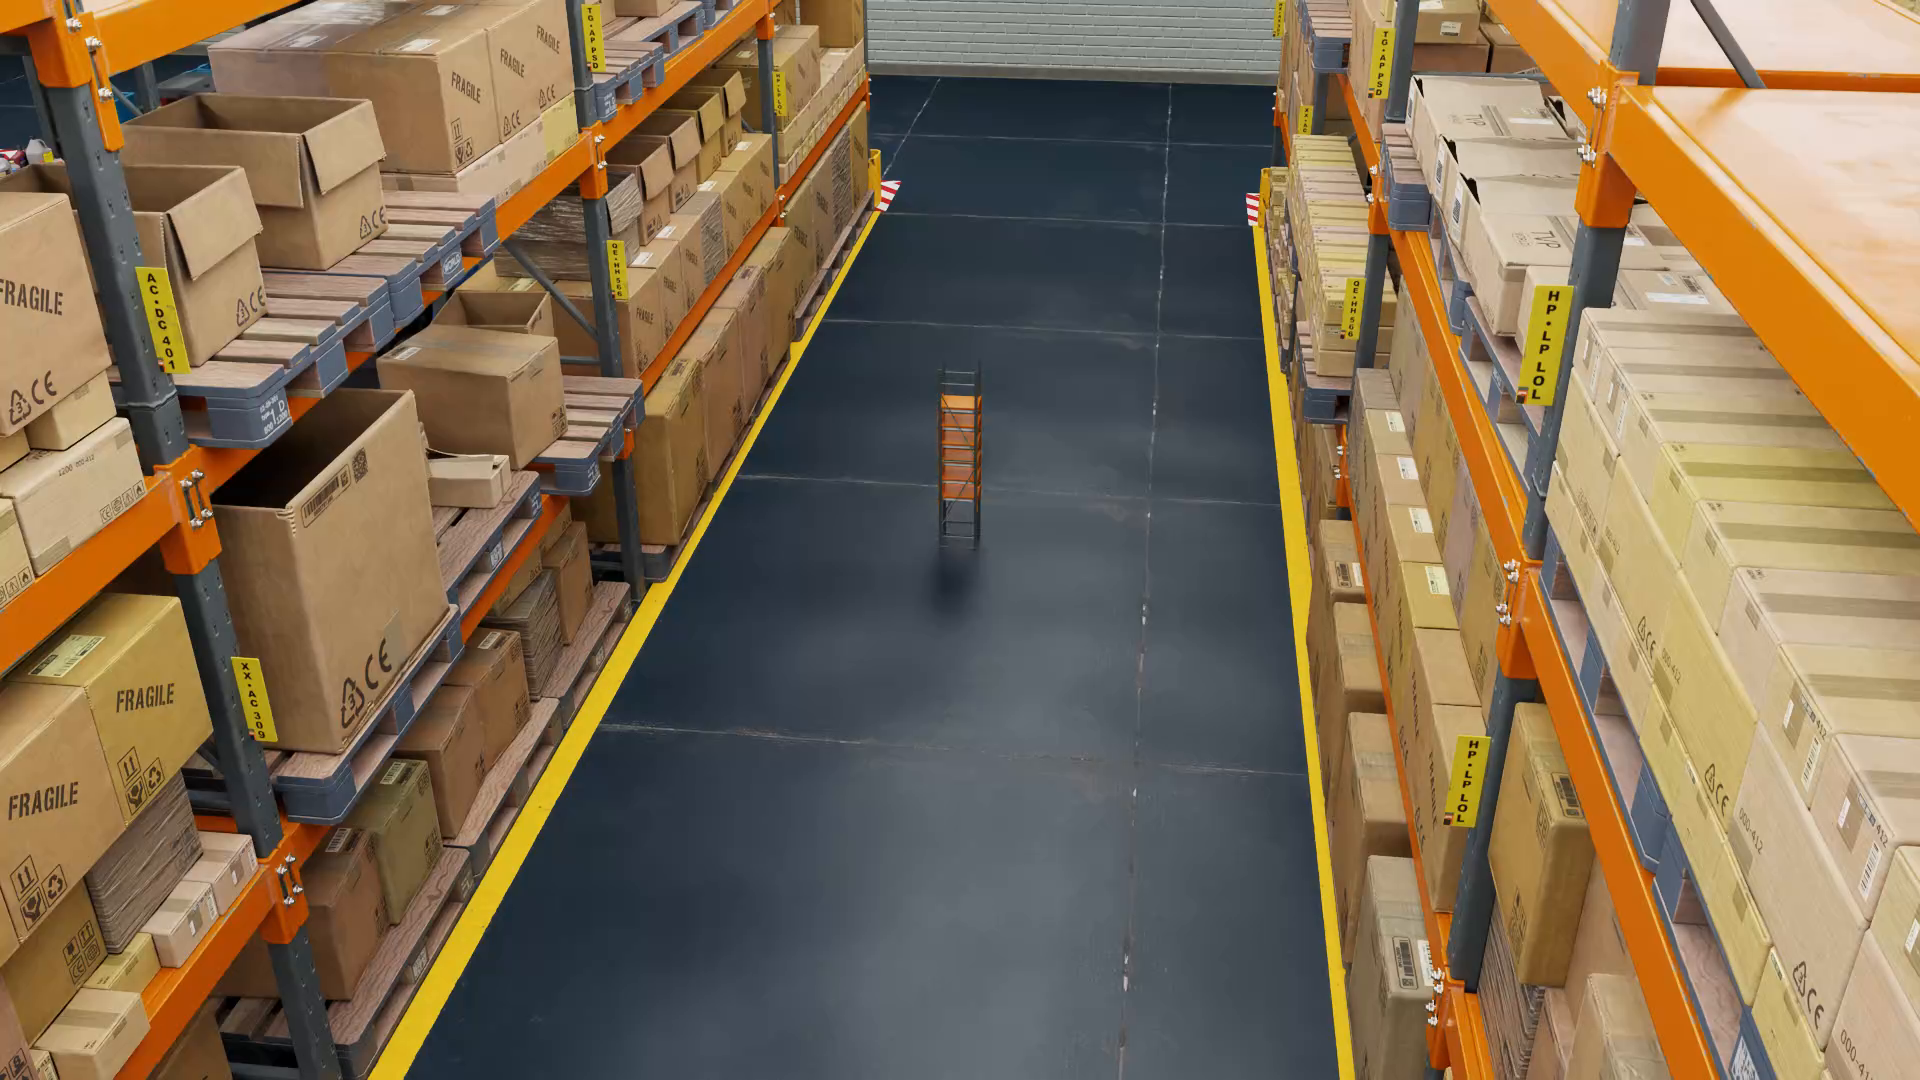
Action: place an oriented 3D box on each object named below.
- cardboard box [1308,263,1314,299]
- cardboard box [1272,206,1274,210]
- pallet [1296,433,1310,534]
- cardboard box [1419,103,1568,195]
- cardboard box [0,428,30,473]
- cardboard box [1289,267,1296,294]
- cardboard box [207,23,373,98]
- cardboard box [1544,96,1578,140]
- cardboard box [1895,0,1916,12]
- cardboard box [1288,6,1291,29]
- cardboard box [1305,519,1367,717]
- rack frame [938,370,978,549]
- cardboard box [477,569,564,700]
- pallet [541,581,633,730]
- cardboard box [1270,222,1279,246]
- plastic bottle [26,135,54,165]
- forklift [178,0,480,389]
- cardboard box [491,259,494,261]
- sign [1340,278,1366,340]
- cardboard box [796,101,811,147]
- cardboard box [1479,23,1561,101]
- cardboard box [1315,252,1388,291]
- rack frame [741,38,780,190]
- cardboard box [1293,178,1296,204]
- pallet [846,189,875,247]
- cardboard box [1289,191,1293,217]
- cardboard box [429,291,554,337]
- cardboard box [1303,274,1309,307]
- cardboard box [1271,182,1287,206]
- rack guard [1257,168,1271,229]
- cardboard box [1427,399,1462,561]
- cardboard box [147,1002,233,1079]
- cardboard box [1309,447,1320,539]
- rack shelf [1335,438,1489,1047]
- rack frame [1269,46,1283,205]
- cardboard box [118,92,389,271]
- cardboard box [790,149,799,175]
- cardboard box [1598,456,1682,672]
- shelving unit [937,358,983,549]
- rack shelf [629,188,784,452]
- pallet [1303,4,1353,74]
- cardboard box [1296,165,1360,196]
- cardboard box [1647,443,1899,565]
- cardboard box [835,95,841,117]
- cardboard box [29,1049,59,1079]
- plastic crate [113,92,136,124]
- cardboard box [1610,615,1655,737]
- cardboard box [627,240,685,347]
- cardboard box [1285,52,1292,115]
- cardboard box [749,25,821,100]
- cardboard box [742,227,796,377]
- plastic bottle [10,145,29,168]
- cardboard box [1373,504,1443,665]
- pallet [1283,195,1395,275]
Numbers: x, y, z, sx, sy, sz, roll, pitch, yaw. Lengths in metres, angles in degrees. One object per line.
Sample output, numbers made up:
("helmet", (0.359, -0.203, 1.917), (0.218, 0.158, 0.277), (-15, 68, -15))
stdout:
("cardboard box", (2.231, -1.498, 9.668), (0.380, 0.149, 0.250), (3, 29, 6))
("cardboard box", (3.102, -3.135, 15.448), (0.380, 0.149, 0.250), (3, 28, 6))
("pallet", (2.779, -0.379, 11.023), (1.003, 0.211, 1.213), (3, 28, 6))
("cardboard box", (2.162, -1.586, 6.770), (0.500, 0.250, 0.500), (4, 29, 8))
("cardboard box", (-2.746, -0.259, 4.435), (0.380, 0.149, 0.250), (4, 29, 7))
("cardboard box", (2.798, -2.046, 13.113), (0.380, 0.149, 0.250), (4, 29, 7))
("cardboard box", (-2.813, -1.905, 7.120), (0.500, 0.500, 0.500), (3, 28, 5))
("cardboard box", (2.700, -1.667, 6.857), (0.500, 0.311, 0.500), (3, 28, 6))
("cardboard box", (7.996, -4.442, 13.782), (0.380, 0.149, 0.250), (2, 28, 5))
("cardboard box", (3.137, -4.613, 14.469), (0.500, 0.500, 0.500), (4, 29, 8))
("cardboard box", (2.366, 0.421, 8.527), (1.050, 0.750, 0.750), (3, 28, 6))
("rack frame", (-0.013, -0.478, 10.165), (0.240, 1.200, 0.006), (3, 28, 6))
("cardboard box", (-2.497, 0.483, 8.654), (0.700, 0.500, 0.500), (1, 28, 2))
("pallet", (-2.477, 0.594, 9.218), (1.003, 0.211, 1.213), (3, 28, 6))
("cardboard box", (3.014, -2.774, 15.092), (0.380, 0.149, 0.250), (4, 29, 7))
("plastic bottle", (-7.175, -2.985, 12.972), (0.144, 0.351, 0.185), (3, 28, 6))
("forklift", (-4.404, -2.133, 11.411), (1.130, 2.935, 3.031), (3, 28, 5))
("cardboard box", (-2.499, -1.527, 10.108), (0.500, 0.500, 0.500), (3, 28, 6))
("sign", (1.991, -1.168, 8.410), (0.100, 0.325, 0.005), (3, 28, 6))
("cardboard box", (-1.506, -3.389, 13.515), (0.500, 0.250, 0.500), (3, 28, 6))
("cardboard box", (2.864, -2.284, 8.351), (0.500, 0.500, 0.500), (3, 28, 6))
("cardboard box", (2.200, -1.501, 9.360), (0.380, 0.149, 0.250), (4, 29, 8))
("rack frame", (-1.890, -2.885, 12.734), (1.000, 3.000, 0.127), (3, 28, 6))
("cardboard box", (2.455, -2.352, 11.253), (0.380, 0.149, 0.250), (4, 29, 7))
("pallet", (-1.420, -3.159, 16.183), (1.003, 0.211, 1.213), (3, 28, 6))
("cardboard box", (2.487, -2.334, 11.533), (0.380, 0.149, 0.250), (4, 29, 7))
("cardboard box", (-2.406, -0.974, 8.640), (0.500, 0.500, 0.500), (0, 28, 0))
("cardboard box", (2.263, -1.481, 9.951), (0.380, 0.149, 0.250), (2, 28, 4))
("cardboard box", (3.037, -3.149, 15.160), (0.380, 0.149, 0.250), (3, 28, 6))
("rack guard", (3.501, -3.296, 16.132), (1.175, 0.500, 0.348), (3, 28, 6))
("cardboard box", (2.282, -0.219, 6.627), (0.700, 0.500, 0.500), (3, 28, 6))
("cardboard box", (-2.959, 1.983, 5.892), (0.500, 0.500, 0.500), (3, 28, 5))
("cardboard box", (2.419, -0.320, 10.165), (0.500, 0.500, 0.500), (4, 29, 8))
("rack shelf", (2.285, 0.592, 7.039), (1.077, 0.370, 4.000), (3, 28, 6))
("rack frame", (3.510, -4.432, 15.606), (1.000, 3.000, 0.127), (3, 28, 6))
("cardboard box", (-2.600, -1.329, 6.132), (0.797, 0.503, 0.637), (5, 29, 8))
("cardboard box", (-1.491, -3.018, 13.246), (0.380, 0.149, 0.250), (2, 28, 5))
("cardboard box", (1.642, 0.054, 3.413), (0.500, 0.250, 0.500), (3, 28, 6))
("shelving unit", (-0.002, -0.521, 10.245), (0.258, 1.200, 0.189), (3, 28, 6))
("rack shelf", (-2.135, -1.627, 11.157), (1.077, 0.370, 4.000), (3, 28, 6))
("pallet", (2.715, -3.014, 10.009), (1.213, 0.211, 1.003), (3, 28, 6))
("cardboard box", (2.421, -2.357, 10.949), (0.380, 0.149, 0.250), (3, 28, 6))
("cardboard box", (1.566, -0.063, 3.209), (0.380, 0.149, 0.250), (3, 28, 5))
("cardboard box", (-1.271, -3.867, 14.823), (0.380, 0.149, 0.250), (3, 29, 6))
("cardboard box", (-2.816, 1.575, 4.720), (0.380, 0.149, 0.250), (3, 28, 6))
("plastic crate", (-7.087, -3.432, 13.703), (0.392, 0.384, 0.575), (3, 28, 6))
("cardboard box", (1.565, 0.287, 3.401), (0.380, 0.149, 0.250), (3, 28, 5))
("cardboard box", (-1.989, -1.502, 10.062), (0.500, 0.500, 0.500), (3, 28, 5))
("cardboard box", (3.068, -3.928, 14.252), (0.500, 0.500, 0.500), (4, 29, 7))
("cardboard box", (-1.450, -3.967, 13.797), (0.500, 0.500, 0.500), (2, 28, 5))
("cardboard box", (-1.948, -1.832, 12.577), (1.225, 0.875, 0.875), (3, 29, 6))
("plastic bottle", (-7.290, -2.911, 12.905), (0.061, 0.283, 0.133), (3, 28, 6))
("cardboard box", (2.022, 0.197, 6.909), (0.500, 0.500, 0.500), (3, 28, 6))
("pallet", (2.782, -2.113, 11.504), (1.003, 0.211, 1.213), (3, 28, 6))
